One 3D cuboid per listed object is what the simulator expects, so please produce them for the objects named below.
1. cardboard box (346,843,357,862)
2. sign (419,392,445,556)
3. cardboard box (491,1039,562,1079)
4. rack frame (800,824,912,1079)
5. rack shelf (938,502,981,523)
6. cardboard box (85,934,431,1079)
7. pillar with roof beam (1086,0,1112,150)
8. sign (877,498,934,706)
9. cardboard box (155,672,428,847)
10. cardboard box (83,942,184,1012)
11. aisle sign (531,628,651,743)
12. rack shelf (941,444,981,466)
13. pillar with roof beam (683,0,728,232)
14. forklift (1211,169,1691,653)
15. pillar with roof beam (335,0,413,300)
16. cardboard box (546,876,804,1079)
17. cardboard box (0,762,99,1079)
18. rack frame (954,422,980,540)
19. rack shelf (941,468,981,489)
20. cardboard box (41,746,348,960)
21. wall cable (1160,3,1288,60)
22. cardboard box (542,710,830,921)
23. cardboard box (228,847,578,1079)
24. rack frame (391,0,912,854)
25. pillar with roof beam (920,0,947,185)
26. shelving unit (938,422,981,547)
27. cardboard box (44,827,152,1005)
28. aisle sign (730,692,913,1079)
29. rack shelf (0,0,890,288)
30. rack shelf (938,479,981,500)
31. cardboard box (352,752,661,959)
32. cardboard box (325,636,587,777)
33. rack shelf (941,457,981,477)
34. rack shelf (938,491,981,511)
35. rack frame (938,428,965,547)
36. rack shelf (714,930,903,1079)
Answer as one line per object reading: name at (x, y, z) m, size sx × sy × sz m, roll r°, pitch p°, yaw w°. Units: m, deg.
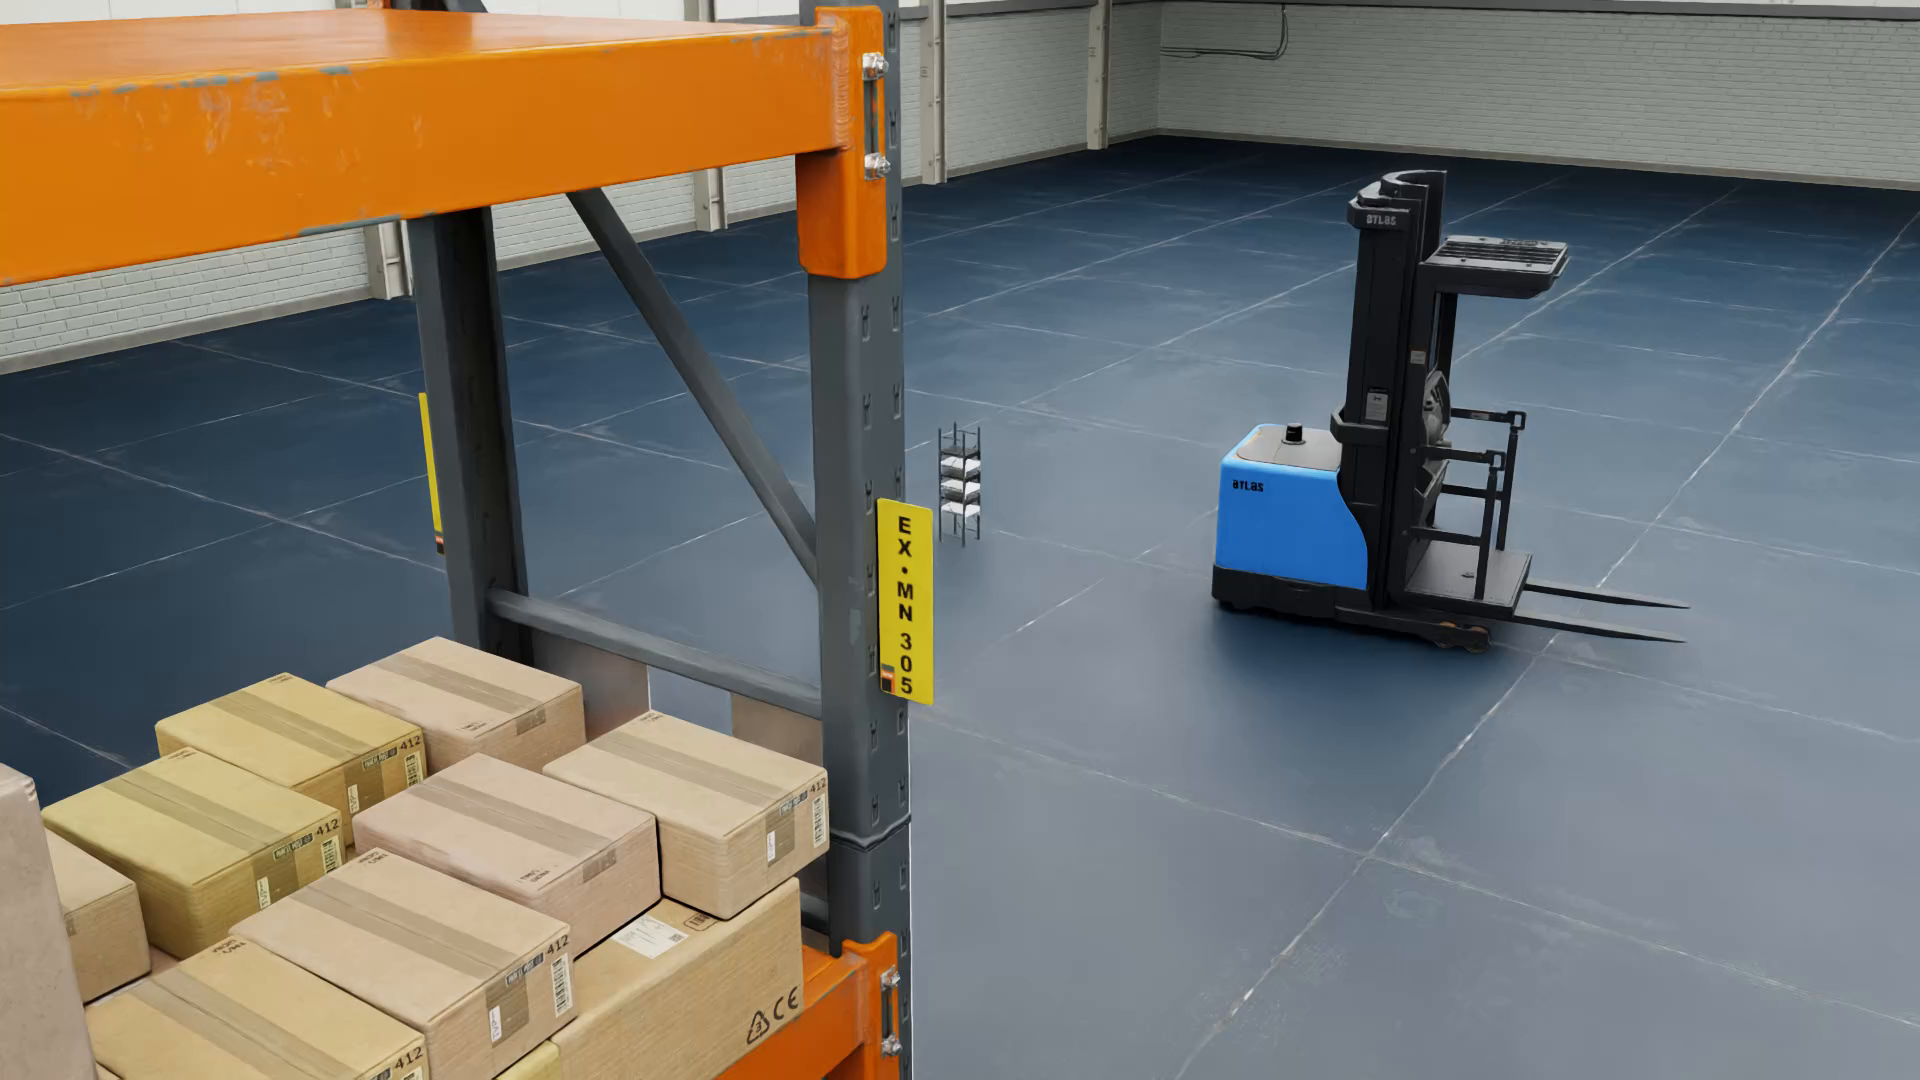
cardboard box at (-1.016, 0.557, 2.828) m, size 0.500 × 0.250 × 0.500 m, roll 14°, pitch 25°, yaw 33°
sign at (-0.980, -0.117, 3.174) m, size 0.100 × 0.325 × 0.005 m, roll 13°, pitch 24°, yaw 32°
cardboard box at (-0.871, 0.801, 2.169) m, size 0.500 × 0.250 × 0.500 m, roll 13°, pitch 24°, yaw 32°
rack frame at (-0.532, 1.806, 3.560) m, size 1.000 × 3.000 × 0.127 m, roll 13°, pitch 24°, yaw 32°
rack shelf at (-0.005, -0.220, 12.677) m, size 0.258 × 0.077 × 0.200 m, roll 13°, pitch 24°, yaw 32°
cardboard box at (-0.857, 0.651, 1.999) m, size 0.380 × 0.149 × 0.250 m, roll 13°, pitch 24°, yaw 32°
pillar with roof beam at (6.453, -11.652, 31.294) m, size 9.100 × 9.000 × 0.400 m, roll 13°, pitch 24°, yaw 32°
sign at (-0.084, 0.097, 2.578) m, size 0.100 × 0.325 × 0.005 m, roll 13°, pitch 24°, yaw 32°
cardboard box at (-1.103, 0.372, 2.755) m, size 0.380 × 0.149 × 0.250 m, roll 14°, pitch 24°, yaw 33°
cardboard box at (-1.301, 0.706, 2.425) m, size 0.500 × 0.250 × 0.500 m, roll 13°, pitch 24°, yaw 31°
aisle sign at (-0.745, 0.510, 3.315) m, size 0.394 × 0.787 × 0.004 m, roll 13°, pitch 24°, yaw 32°
rack shelf at (-0.005, -0.642, 12.520) m, size 0.258 × 0.077 × 0.200 m, roll 13°, pitch 24°, yaw 32°
pillar with roof beam at (-0.293, -8.209, 21.986) m, size 9.100 × 9.000 × 0.400 m, roll 13°, pitch 24°, yaw 32°
forklift at (3.303, -0.852, 10.843) m, size 3.031 × 2.935 × 1.130 m, roll 9°, pitch 22°, yaw 23°
pillar with roof beam at (-3.665, -6.487, 17.332) m, size 9.100 × 9.000 × 0.400 m, roll 13°, pitch 24°, yaw 32°
cardboard box at (-0.592, 0.657, 2.558) m, size 0.500 × 0.250 × 0.500 m, roll 14°, pitch 24°, yaw 33°
cardboard box at (-1.194, 0.472, 1.548) m, size 0.500 × 0.500 × 0.500 m, roll 13°, pitch 24°, yaw 32°
rack frame at (0.053, -0.449, 12.681) m, size 0.240 × 0.900 × 0.006 m, roll 13°, pitch 24°, yaw 32°
rack shelf at (-0.005, -0.473, 12.583) m, size 0.258 × 0.077 × 0.200 m, roll 13°, pitch 24°, yaw 32°
cardboard box at (-1.143, 0.468, 2.494) m, size 0.380 × 0.149 × 0.250 m, roll 13°, pitch 24°, yaw 31°
wall cable at (5.642, -11.622, 35.690) m, size 3.097 × 2.526 × 0.112 m, roll 13°, pitch 24°, yaw 32°
cardboard box at (-0.430, 0.423, 2.616) m, size 0.380 × 0.149 × 0.250 m, roll 13°, pitch 24°, yaw 32°
cardboard box at (-0.736, 0.574, 2.206) m, size 0.380 × 0.149 × 0.250 m, roll 12°, pitch 23°, yaw 30°
rack frame at (-0.532, -1.008, 2.519) m, size 1.000 × 3.000 × 0.127 m, roll 13°, pitch 24°, yaw 32°
pillar with roof beam at (3.080, -9.930, 26.640) m, size 9.100 × 9.000 × 0.400 m, roll 13°, pitch 24°, yaw 32°
shelving unit at (-0.005, -0.420, 12.603) m, size 0.258 × 0.900 × 0.210 m, roll 13°, pitch 24°, yaw 32°
cardboard box at (-1.355, 0.532, 2.320) m, size 0.380 × 0.149 × 0.250 m, roll 14°, pitch 25°, yaw 34°
aisle sign at (-0.249, 0.627, 2.999) m, size 0.394 × 0.787 × 0.004 m, roll 13°, pitch 24°, yaw 32°
rack shelf at (-1.656, -0.095, 1.093) m, size 1.077 × 0.370 × 4.000 m, roll 13°, pitch 24°, yaw 32°
rack shelf at (-0.005, -0.388, 12.614) m, size 0.258 × 0.077 × 0.200 m, roll 13°, pitch 24°, yaw 32°
cardboard box at (-0.673, 0.474, 2.476) m, size 0.380 × 0.149 × 0.250 m, roll 12°, pitch 24°, yaw 30°
cardboard box at (-0.878, 0.316, 2.905) m, size 0.380 × 0.149 × 0.250 m, roll 13°, pitch 24°, yaw 31°
rack shelf at (-0.005, -0.557, 12.552) m, size 0.258 × 0.077 × 0.200 m, roll 13°, pitch 24°, yaw 32°
rack shelf at (-0.005, -0.304, 12.645) m, size 0.258 × 0.077 × 0.200 m, roll 13°, pitch 24°, yaw 32°
rack frame at (-0.062, -0.391, 12.524) m, size 0.240 × 0.900 × 0.006 m, roll 13°, pitch 24°, yaw 32°
rack shelf at (-1.656, 1.310, 1.613) m, size 1.077 × 0.370 × 4.000 m, roll 13°, pitch 24°, yaw 32°
